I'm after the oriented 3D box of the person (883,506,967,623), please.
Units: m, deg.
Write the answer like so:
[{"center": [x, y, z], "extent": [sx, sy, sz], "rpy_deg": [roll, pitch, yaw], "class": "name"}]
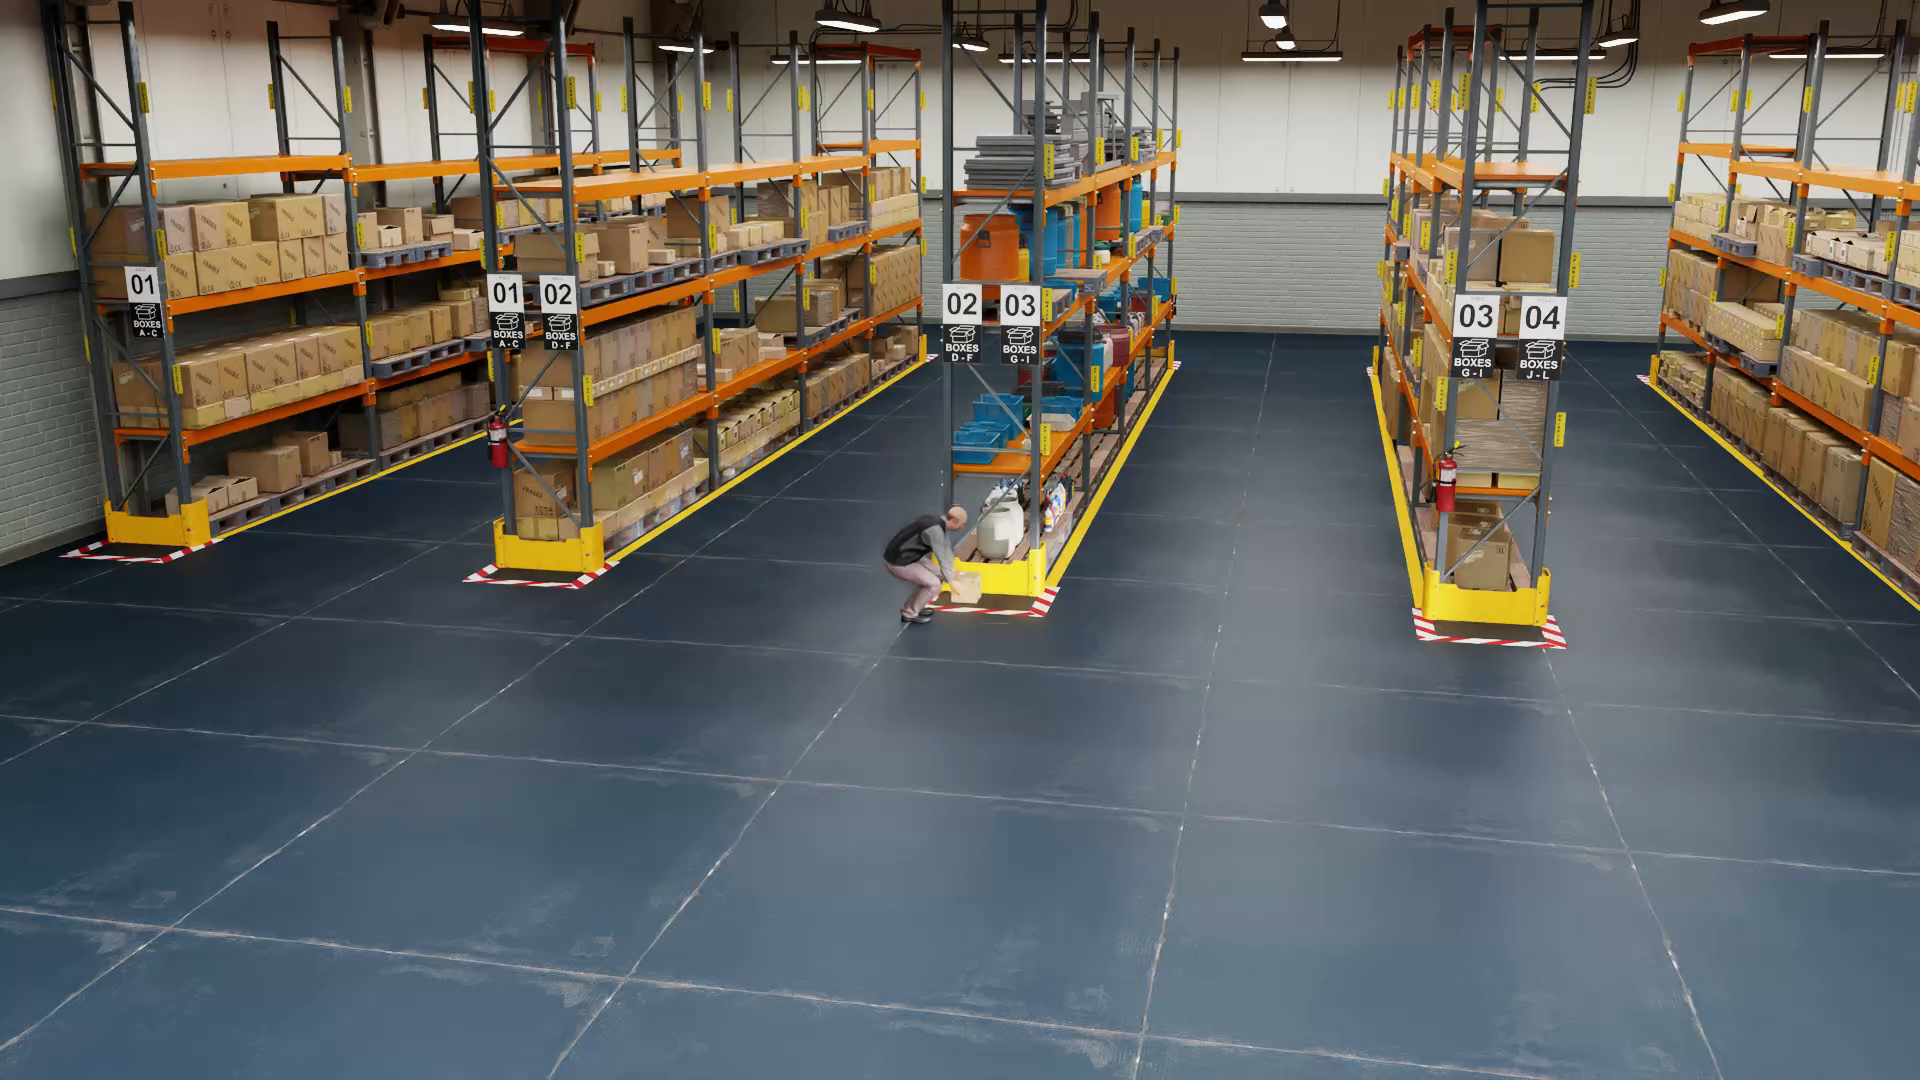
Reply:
[{"center": [-0.339, 0.217, 16.413], "extent": [0.819, 1.128, 0.565], "rpy_deg": [1, 15, 4], "class": "person"}]
